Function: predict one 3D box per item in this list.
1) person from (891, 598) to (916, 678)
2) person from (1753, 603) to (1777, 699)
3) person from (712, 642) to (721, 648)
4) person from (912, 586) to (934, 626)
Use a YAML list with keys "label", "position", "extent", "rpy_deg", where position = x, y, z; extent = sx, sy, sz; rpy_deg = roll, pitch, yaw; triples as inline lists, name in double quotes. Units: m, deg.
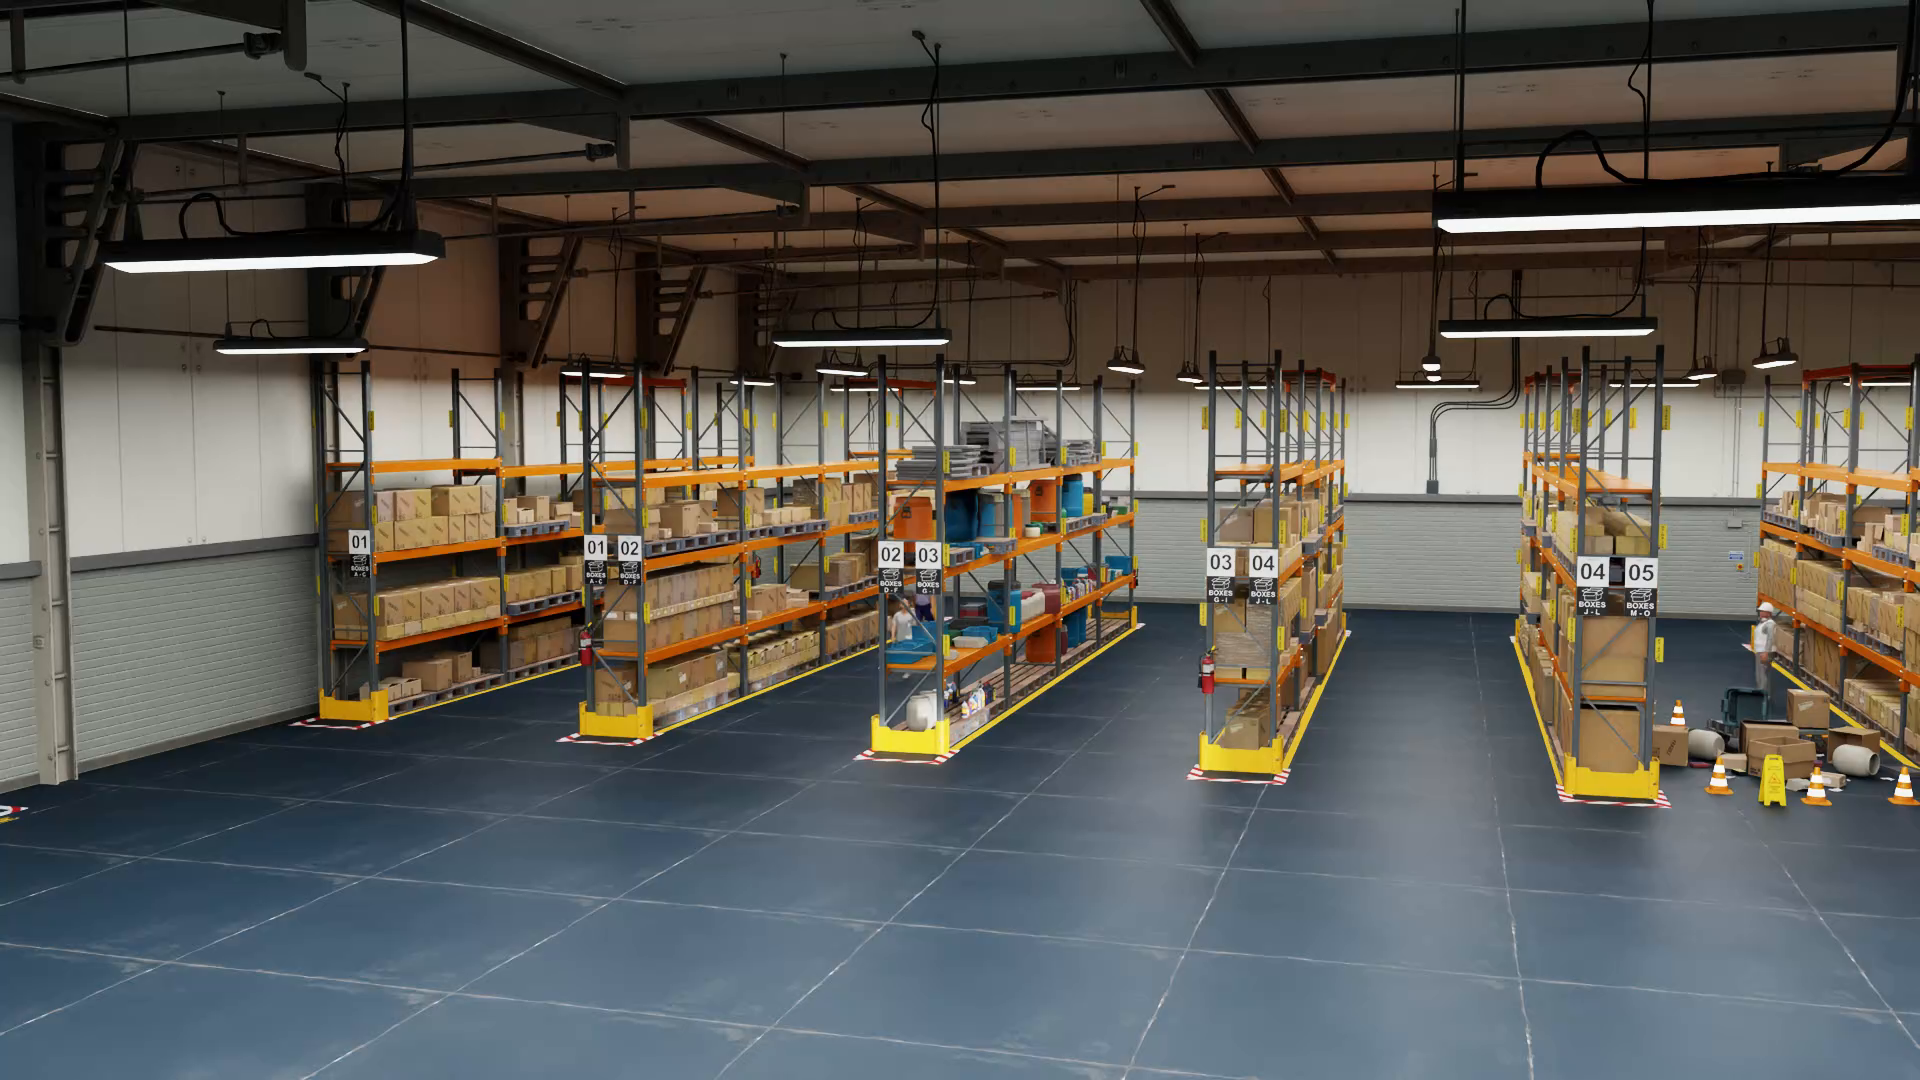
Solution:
- label: "person"
  position: [-1.081, 1.897, 31.820]
  extent: [0.448, 1.582, 1.042]
  rpy_deg: [1, 4, 16]
- label: "person"
  position: [14.330, 2.006, 29.654]
  extent: [0.425, 1.773, 0.585]
  rpy_deg: [3, 5, 34]
- label: "person"
  position: [-5.023, 1.682, 34.827]
  extent: [0.563, 1.669, 0.487]
  rpy_deg: [2, 4, 24]
- label: "person"
  position: [-0.815, 1.557, 37.007]
  extent: [0.556, 1.597, 0.965]
  rpy_deg: [1, 4, 16]
